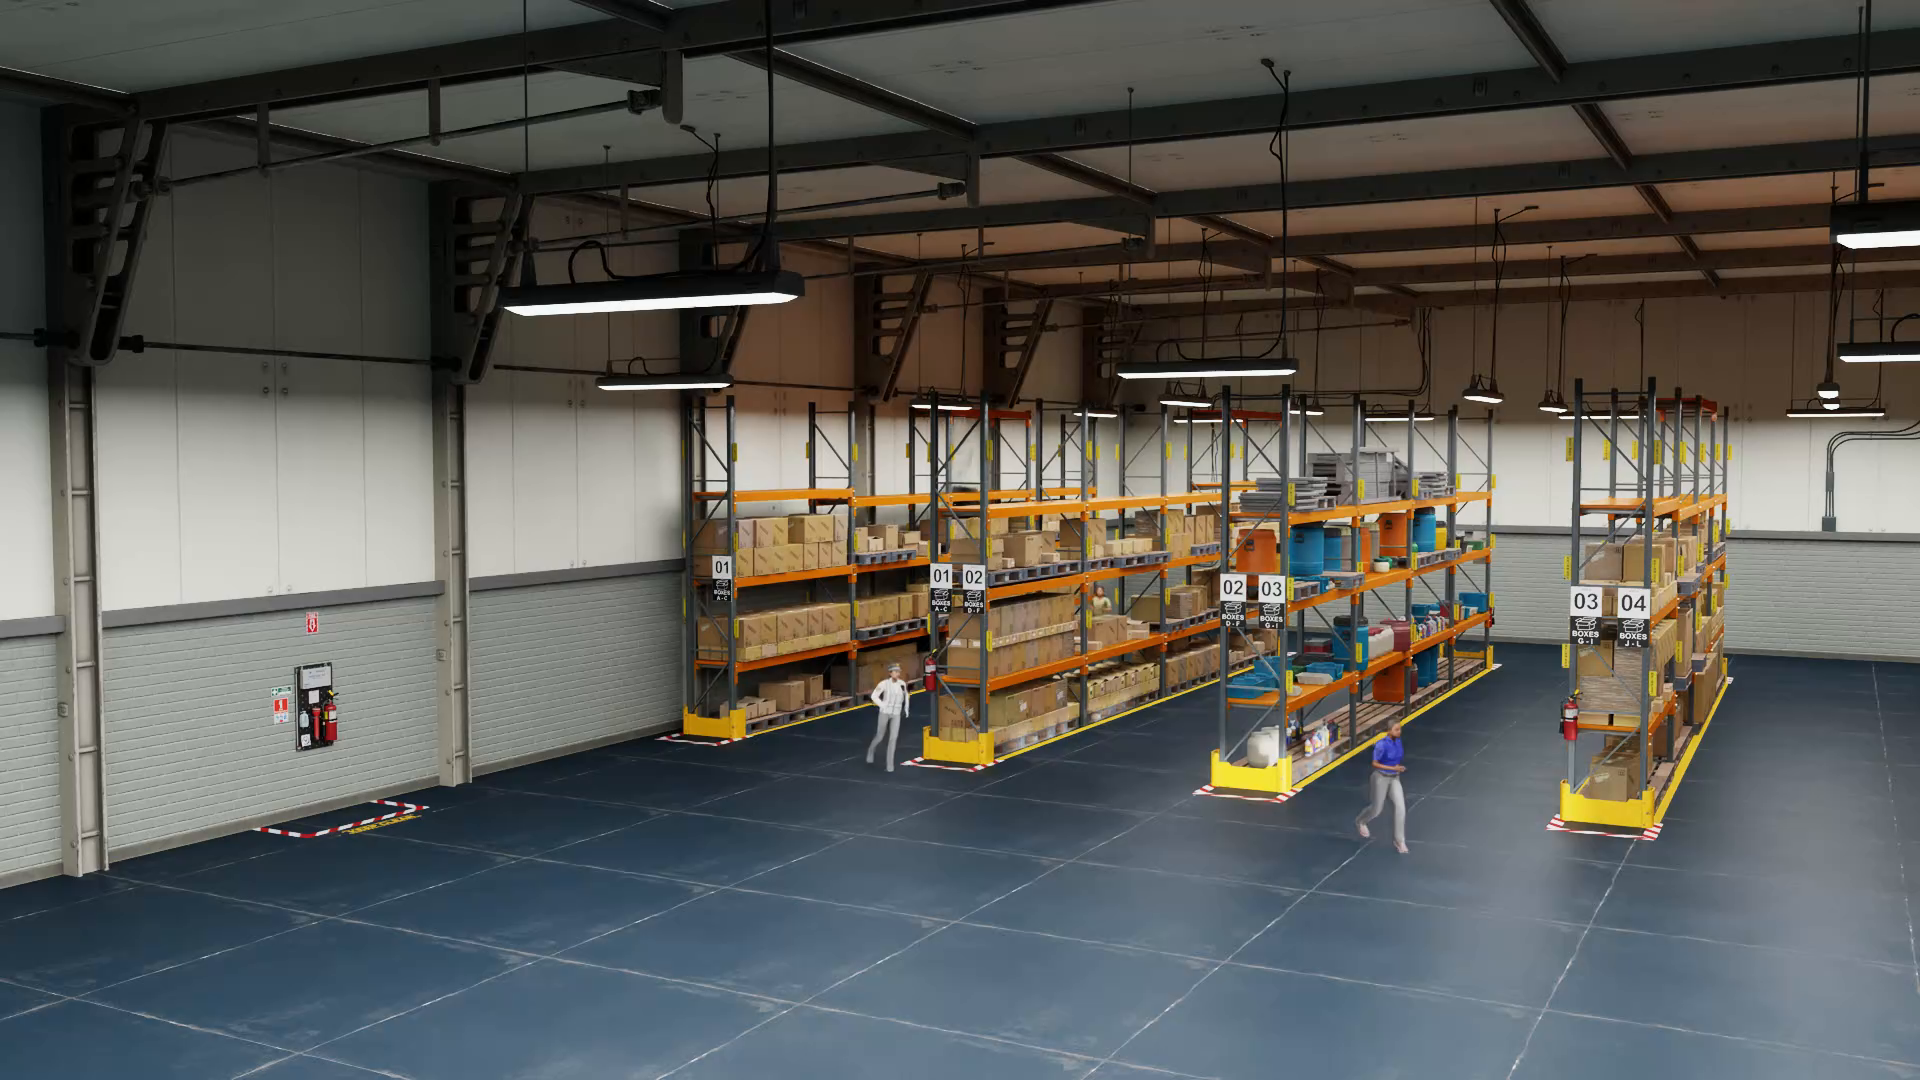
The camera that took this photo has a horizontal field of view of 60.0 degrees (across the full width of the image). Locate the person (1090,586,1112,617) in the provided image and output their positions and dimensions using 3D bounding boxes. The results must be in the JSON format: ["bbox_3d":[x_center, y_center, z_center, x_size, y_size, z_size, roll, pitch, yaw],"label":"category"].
[{"bbox_3d":[3.309,2.038,39.226,0.563,1.406,0.922,1,3,17],"label":"person"}]

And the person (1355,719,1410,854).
[{"bbox_3d":[5.371,3.090,21.096,0.606,1.689,0.928,-2,3,-30],"label":"person"}]

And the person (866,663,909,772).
[{"bbox_3d":[-1.075,2.772,26.338,0.671,1.657,0.925,-1,3,-19],"label":"person"}]
